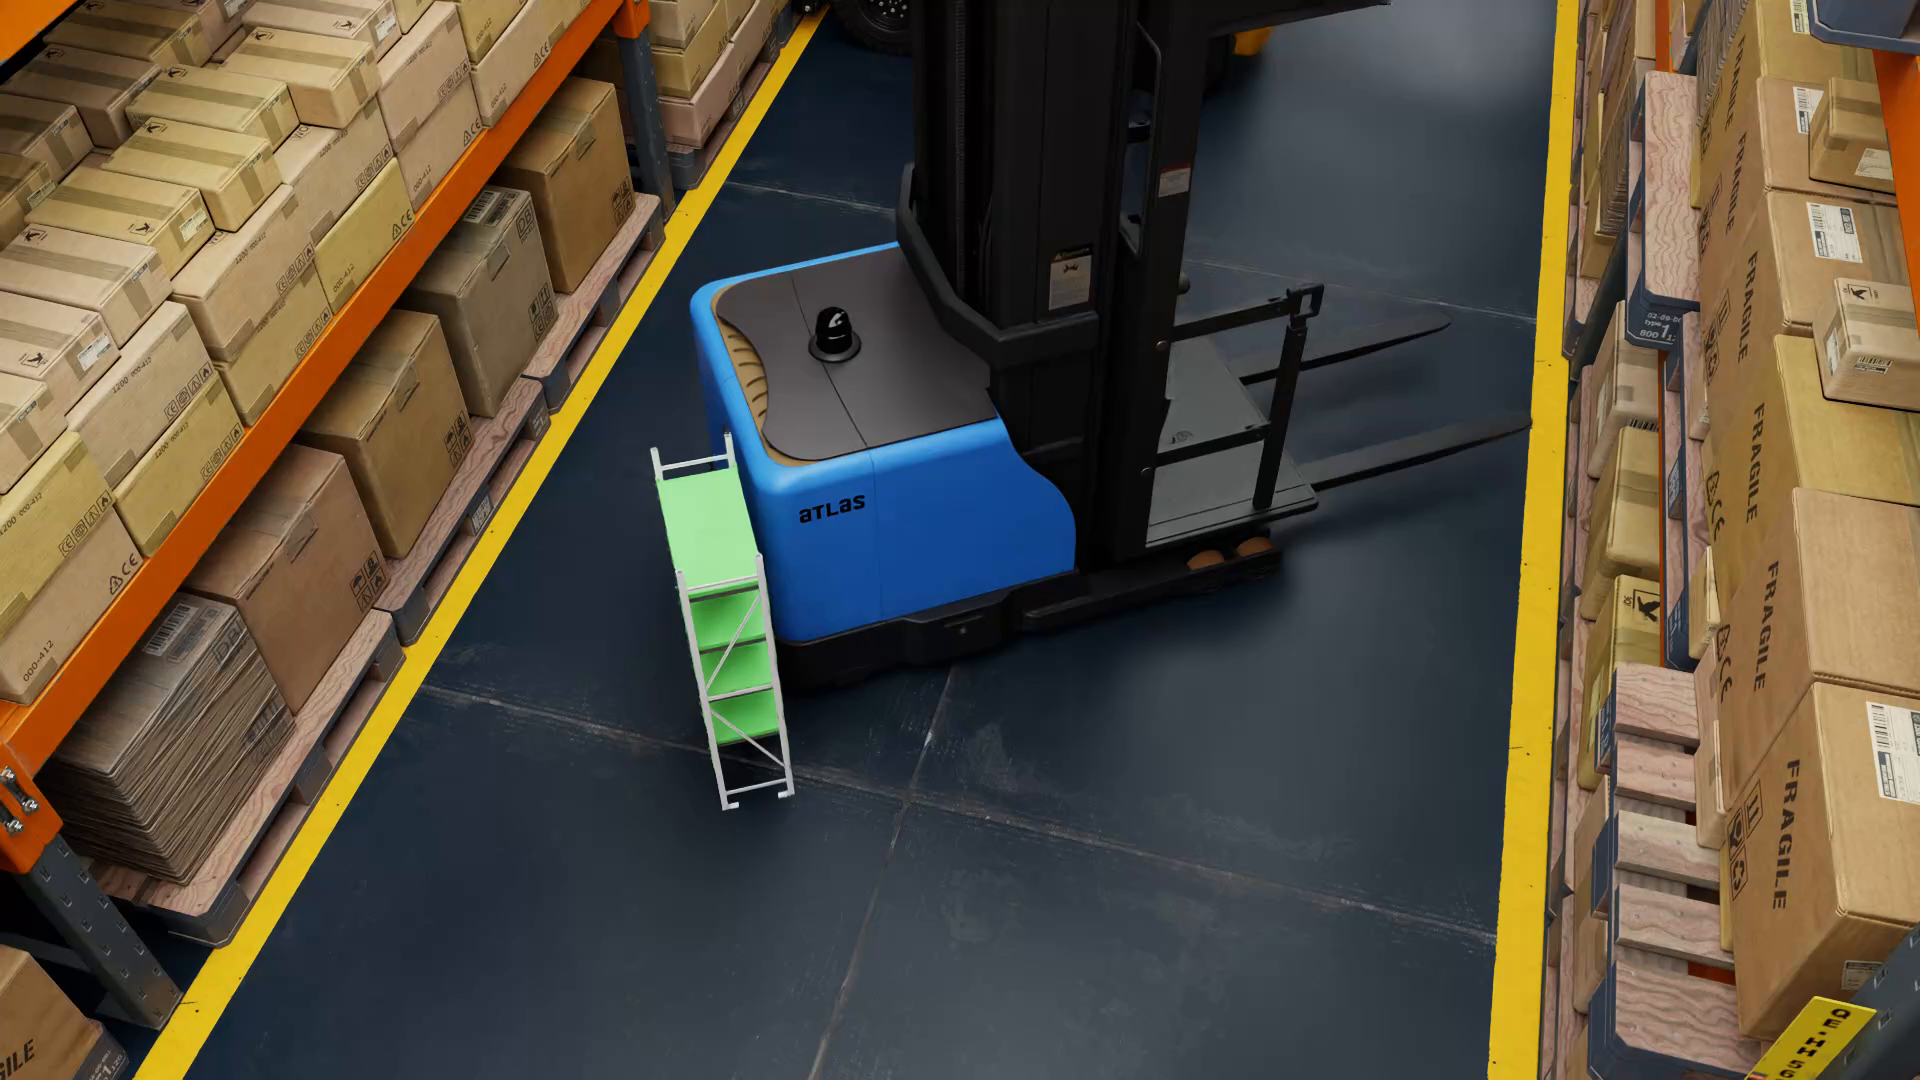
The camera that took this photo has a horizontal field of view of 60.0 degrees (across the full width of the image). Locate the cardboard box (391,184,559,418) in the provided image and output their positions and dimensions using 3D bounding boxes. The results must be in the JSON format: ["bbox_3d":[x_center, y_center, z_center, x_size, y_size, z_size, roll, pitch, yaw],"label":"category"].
[{"bbox_3d":[-2.130,-0.976,6.415,0.875,0.625,0.625,11,50,10],"label":"cardboard box"}]

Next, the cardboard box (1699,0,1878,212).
[{"bbox_3d":[2.466,-1.211,4.773,0.500,0.500,0.500,12,50,10],"label":"cardboard box"}]

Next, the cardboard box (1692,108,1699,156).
[{"bbox_3d":[2.547,-1.304,5.288,0.380,0.149,0.250,12,50,11],"label":"cardboard box"}]

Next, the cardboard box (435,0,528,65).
[{"bbox_3d":[-1.803,-1.899,5.692,0.500,0.250,0.500,10,49,9],"label":"cardboard box"}]

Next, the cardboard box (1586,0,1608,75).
[{"bbox_3d":[3.298,-2.414,7.934,0.500,0.250,0.500,15,50,13],"label":"cardboard box"}]

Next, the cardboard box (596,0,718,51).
[{"bbox_3d":[-1.362,-2.411,7.264,0.500,0.250,0.500,11,49,9],"label":"cardboard box"}]

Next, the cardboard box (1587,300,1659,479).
[{"bbox_3d":[2.862,-0.475,6.142,0.950,0.372,0.625,12,50,11],"label":"cardboard box"}]

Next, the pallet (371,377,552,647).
[{"bbox_3d":[-2.267,-0.214,6.298,1.003,0.211,1.213,12,50,10],"label":"pallet"}]

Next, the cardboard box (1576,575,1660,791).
[{"bbox_3d":[2.495,0.549,5.238,0.950,0.372,0.625,13,50,11],"label":"cardboard box"}]

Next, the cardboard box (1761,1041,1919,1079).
[{"bbox_3d":[1.804,0.968,3.282,0.380,0.149,0.250,13,50,11],"label":"cardboard box"}]

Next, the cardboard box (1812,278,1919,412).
[{"bbox_3d":[2.103,-0.417,3.639,0.380,0.149,0.250,9,49,8],"label":"cardboard box"}]

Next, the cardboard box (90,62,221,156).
[{"bbox_3d":[-2.587,-1.259,5.127,0.500,0.250,0.500,11,49,9],"label":"cardboard box"}]

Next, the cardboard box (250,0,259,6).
[{"bbox_3d":[-2.416,-1.870,5.401,0.380,0.149,0.250,12,50,10],"label":"cardboard box"}]

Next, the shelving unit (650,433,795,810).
[{"bbox_3d":[-0.729,0.286,5.197,0.258,1.200,0.503,-12,50,-10],"label":"shelving unit"}]

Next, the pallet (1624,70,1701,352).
[{"bbox_3d":[2.656,-0.998,5.258,1.003,0.211,1.213,12,50,10],"label":"pallet"}]

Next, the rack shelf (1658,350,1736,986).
[{"bbox_3d":[2.471,0.099,4.642,1.077,0.370,4.000,12,50,10],"label":"rack shelf"}]

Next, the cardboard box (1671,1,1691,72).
[{"bbox_3d":[2.788,-1.795,6.001,0.380,0.149,0.250,11,50,10],"label":"cardboard box"}]

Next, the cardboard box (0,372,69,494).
[{"bbox_3d":[-2.408,-0.283,4.000,0.380,0.149,0.250,13,50,11],"label":"cardboard box"}]

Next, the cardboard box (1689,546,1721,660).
[{"bbox_3d":[1.961,0.186,3.972,0.380,0.149,0.250,12,50,11],"label":"cardboard box"}]

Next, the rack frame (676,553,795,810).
[{"bbox_3d":[-0.665,0.463,5.041,0.240,1.200,0.015,-12,50,-10],"label":"rack frame"}]

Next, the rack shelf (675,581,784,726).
[{"bbox_3d":[-0.729,0.329,5.245,0.258,0.148,0.480,-12,50,-10],"label":"rack shelf"}]

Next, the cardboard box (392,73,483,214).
[{"bbox_3d":[-1.959,-1.379,5.567,0.500,0.250,0.500,12,50,10],"label":"cardboard box"}]

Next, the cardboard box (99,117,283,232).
[{"bbox_3d":[-2.147,-1.025,4.655,0.380,0.149,0.250,13,50,11],"label":"cardboard box"}]

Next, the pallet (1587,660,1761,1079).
[{"bbox_3d":[2.030,0.834,3.641,1.213,0.211,1.003,12,50,10],"label":"pallet"}]

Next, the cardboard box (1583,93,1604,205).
[{"bbox_3d":[3.024,-1.683,7.288,0.500,0.250,0.500,10,49,9],"label":"cardboard box"}]

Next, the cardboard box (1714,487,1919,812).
[{"bbox_3d":[1.922,0.277,3.460,0.500,0.500,0.500,11,49,9],"label":"cardboard box"}]

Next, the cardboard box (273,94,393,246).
[{"bbox_3d":[-2.094,-1.169,5.048,0.500,0.250,0.500,12,50,11],"label":"cardboard box"}]

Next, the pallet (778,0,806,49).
[{"bbox_3d":[-1.223,-3.092,8.838,1.003,0.211,1.213,12,50,10],"label":"pallet"}]

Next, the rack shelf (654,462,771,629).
[{"bbox_3d":[-0.729,0.011,4.885,0.258,0.148,0.480,-12,50,-10],"label":"rack shelf"}]

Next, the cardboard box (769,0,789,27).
[{"bbox_3d":[-1.106,-2.821,8.293,0.500,0.250,0.500,12,50,11],"label":"cardboard box"}]

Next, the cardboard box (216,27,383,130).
[{"bbox_3d":[-1.970,-1.382,4.970,0.380,0.149,0.250,10,49,9],"label":"cardboard box"}]

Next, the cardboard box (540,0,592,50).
[{"bbox_3d":[-1.672,-2.097,6.200,0.500,0.250,0.500,13,50,11],"label":"cardboard box"}]

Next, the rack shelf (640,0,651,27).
[{"bbox_3d":[-1.266,-3.771,8.058,1.077,0.370,4.000,12,50,10],"label":"rack shelf"}]

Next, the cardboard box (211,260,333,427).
[{"bbox_3d":[-2.226,-0.629,4.905,0.500,0.250,0.500,10,49,9],"label":"cardboard box"}]

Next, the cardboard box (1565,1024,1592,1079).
[{"bbox_3d":[2.103,1.631,4.282,0.950,0.372,0.625,9,49,7],"label":"cardboard box"}]

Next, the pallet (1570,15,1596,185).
[{"bbox_3d":[3.459,-2.041,7.911,1.003,0.211,1.213,12,50,10],"label":"pallet"}]

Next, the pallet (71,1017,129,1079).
[{"bbox_3d":[-3.078,1.786,4.533,1.003,0.211,1.213,12,50,10],"label":"pallet"}]

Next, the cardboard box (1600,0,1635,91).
[{"bbox_3d":[3.160,-2.282,7.317,0.500,0.500,0.500,14,50,12],"label":"cardboard box"}]

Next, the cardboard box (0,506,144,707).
[{"bbox_3d":[-2.492,0.107,4.255,0.500,0.250,0.500,12,50,10],"label":"cardboard box"}]

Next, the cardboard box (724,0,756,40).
[{"bbox_3d":[-1.236,-2.611,7.774,0.500,0.250,0.500,11,50,10],"label":"cardboard box"}]

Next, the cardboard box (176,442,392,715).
[{"bbox_3d":[-2.503,0.055,5.505,0.875,0.625,0.625,13,50,11],"label":"cardboard box"}]

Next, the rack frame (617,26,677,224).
[{"bbox_3d":[-1.792,-2.563,6.511,1.000,3.000,0.127,12,50,10],"label":"rack frame"}]

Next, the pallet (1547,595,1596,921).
[{"bbox_3d":[2.475,0.786,5.416,1.003,0.211,1.213,12,50,10],"label":"pallet"}]

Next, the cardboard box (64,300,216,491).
[{"bbox_3d":[-2.359,-0.420,4.387,0.500,0.250,0.500,13,50,11],"label":"cardboard box"}]

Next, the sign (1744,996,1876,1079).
[{"bbox_3d":[1.419,0.850,2.780,0.100,0.325,0.005,12,50,10],"label":"sign"}]

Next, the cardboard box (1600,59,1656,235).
[{"bbox_3d":[2.894,-1.544,6.666,0.500,0.500,0.500,11,49,10],"label":"cardboard box"}]

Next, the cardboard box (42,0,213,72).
[{"bbox_3d":[-2.538,-1.505,5.078,0.380,0.149,0.250,12,50,10],"label":"cardboard box"}]

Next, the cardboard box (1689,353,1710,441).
[{"bbox_3d":[2.177,-0.367,4.461,0.380,0.149,0.250,13,50,11],"label":"cardboard box"}]

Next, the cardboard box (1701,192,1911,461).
[{"bbox_3d":[2.198,-0.483,4.130,0.500,0.500,0.500,10,49,8],"label":"cardboard box"}]

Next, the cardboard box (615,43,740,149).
[{"bbox_3d":[-1.345,-2.076,7.636,0.500,0.250,0.500,12,50,10],"label":"cardboard box"}]

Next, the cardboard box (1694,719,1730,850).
[{"bbox_3d":[1.828,0.569,3.635,0.380,0.149,0.250,11,50,10],"label":"cardboard box"}]

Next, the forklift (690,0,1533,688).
[{"bbox_3d":[0.653,-1.136,5.298,3.031,2.935,1.130,-15,50,-13],"label":"forklift"}]

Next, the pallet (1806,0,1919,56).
[{"bbox_3d":[2.462,-1.340,3.557,1.213,0.211,1.003,12,50,10],"label":"pallet"}]

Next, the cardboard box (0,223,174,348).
[{"bbox_3d":[-2.308,-0.665,4.337,0.380,0.149,0.250,12,50,10],"label":"cardboard box"}]

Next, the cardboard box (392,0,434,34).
[{"bbox_3d":[-1.904,-1.769,5.311,0.380,0.149,0.250,10,49,9],"label":"cardboard box"}]

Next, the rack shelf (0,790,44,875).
[{"bbox_3d":[-3.371,2.015,2.951,1.077,0.370,4.000,12,50,10],"label":"rack shelf"}]

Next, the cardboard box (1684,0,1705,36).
[{"bbox_3d":[2.875,-2.088,5.827,0.500,0.500,0.500,10,49,9],"label":"cardboard box"}]

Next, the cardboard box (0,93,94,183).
[{"bbox_3d":[-2.740,-1.141,4.757,0.380,0.149,0.250,11,49,9],"label":"cardboard box"}]
